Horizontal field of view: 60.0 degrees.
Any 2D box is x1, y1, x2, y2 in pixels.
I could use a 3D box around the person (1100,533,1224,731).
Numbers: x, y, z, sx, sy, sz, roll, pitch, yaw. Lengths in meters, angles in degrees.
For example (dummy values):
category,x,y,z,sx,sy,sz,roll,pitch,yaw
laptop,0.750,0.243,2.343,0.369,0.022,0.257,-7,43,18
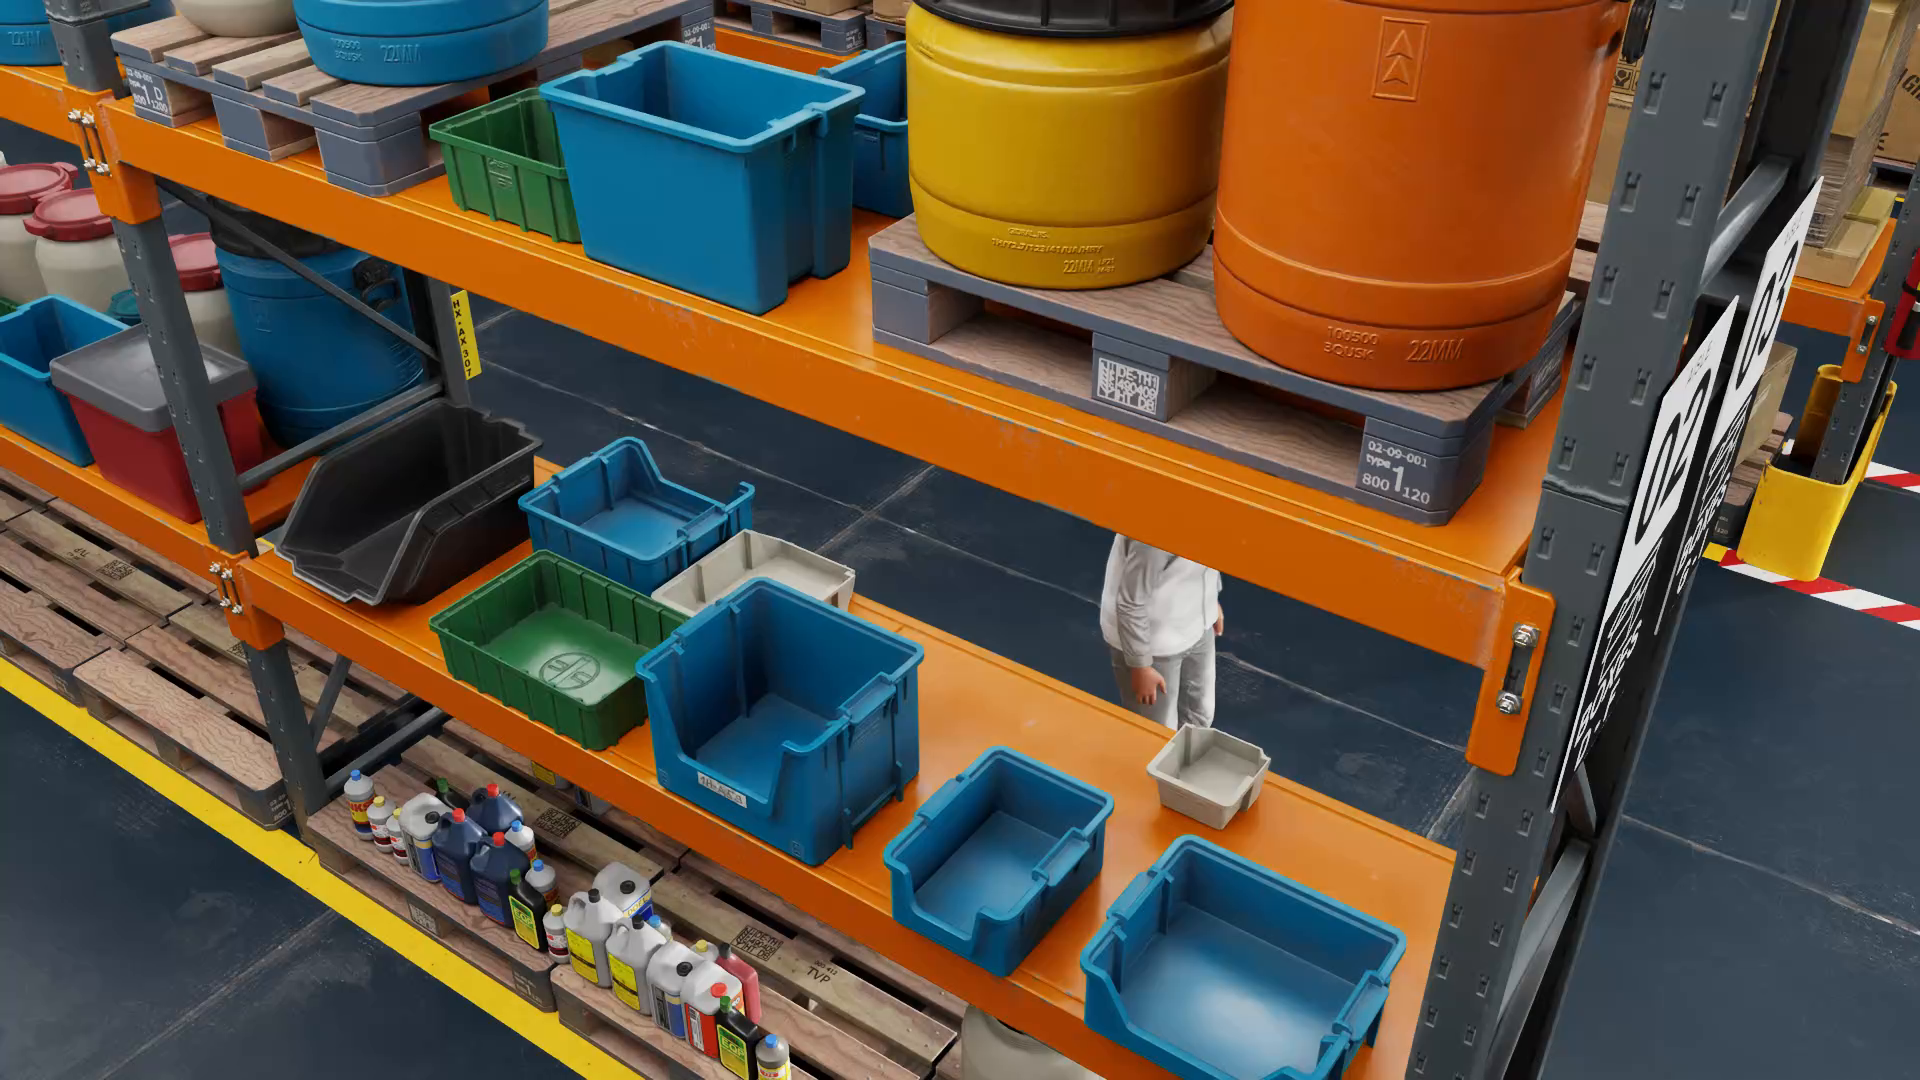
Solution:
category,x,y,z,sx,sy,sz,roll,pitch,yaw
person,0.720,0.308,5.668,0.462,1.772,0.580,21,40,28
